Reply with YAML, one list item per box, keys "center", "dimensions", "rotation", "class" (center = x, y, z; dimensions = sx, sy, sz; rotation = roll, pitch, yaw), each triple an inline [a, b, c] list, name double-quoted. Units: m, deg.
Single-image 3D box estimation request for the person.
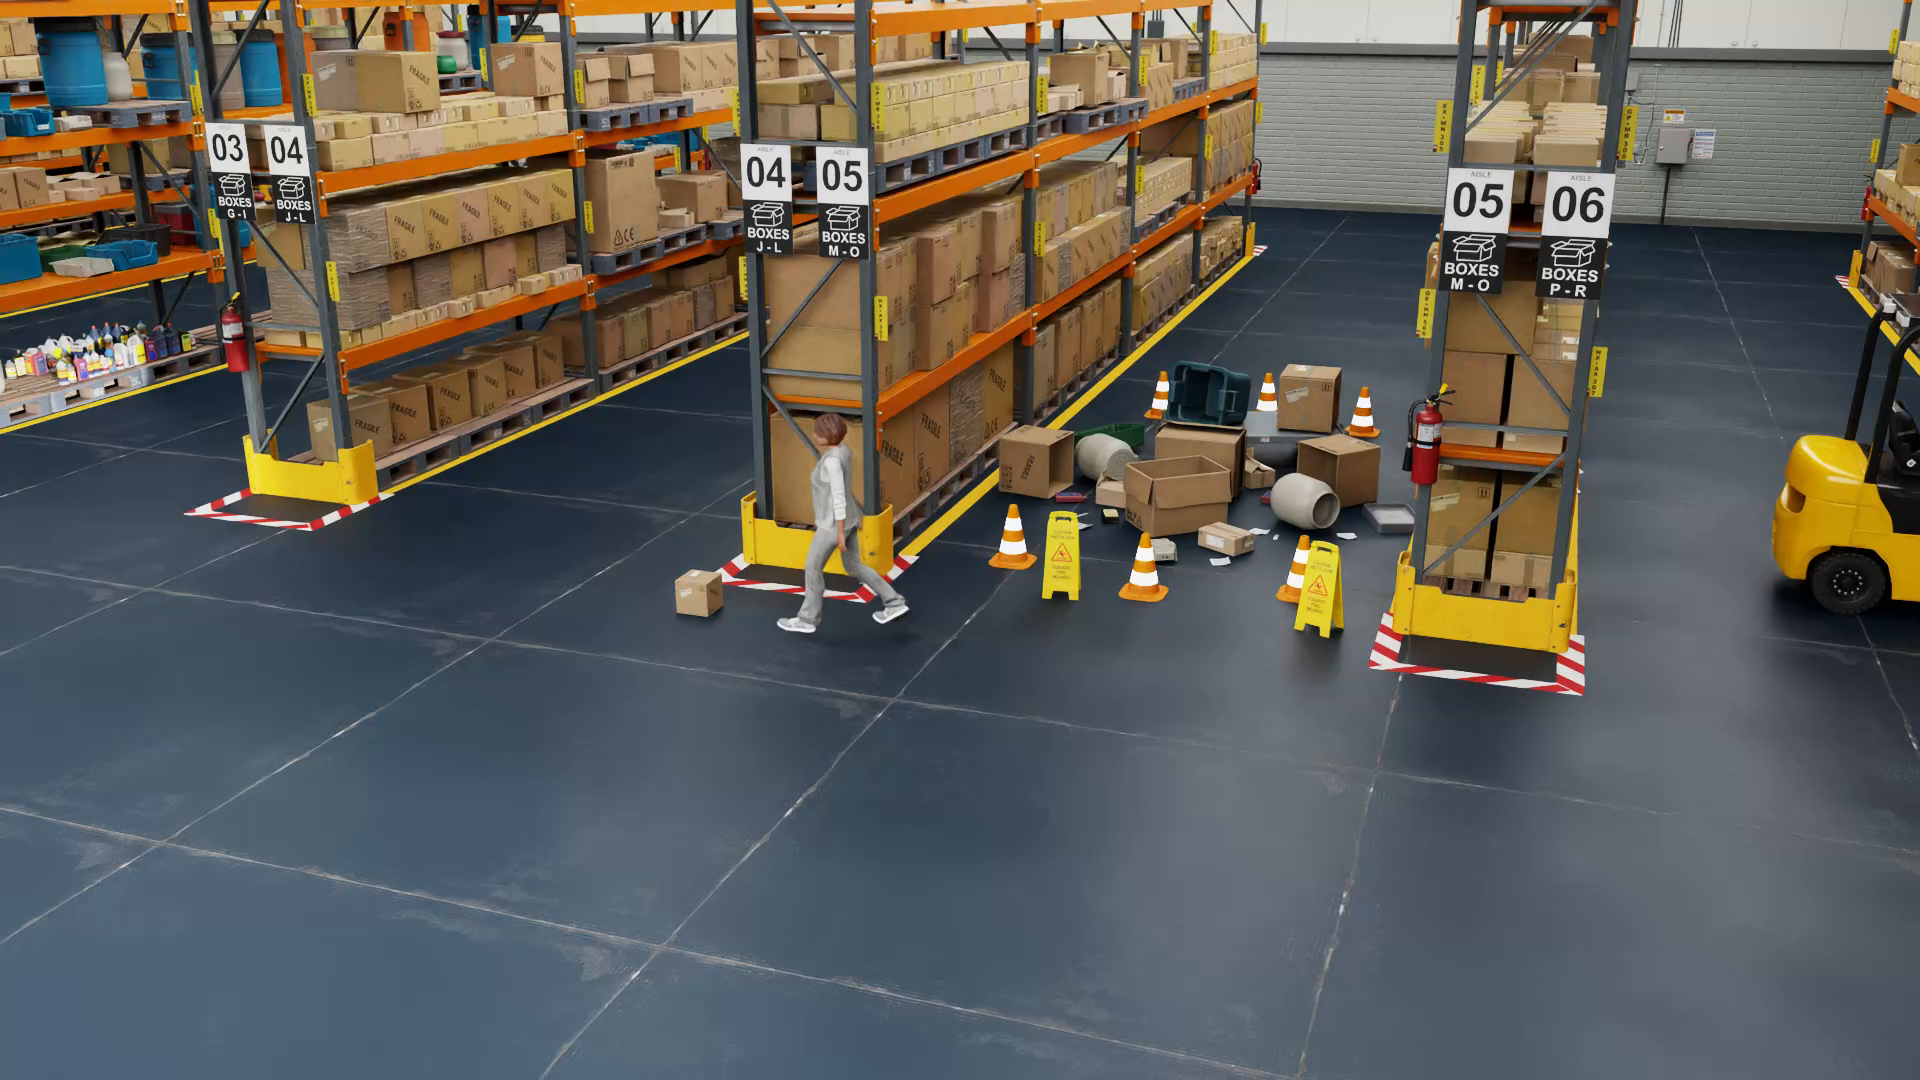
- center: [-0.817, -0.111, 11.377]
  dimensions: [0.901, 1.559, 0.417]
  rotation: [4, 19, 11]
  class: "person"
